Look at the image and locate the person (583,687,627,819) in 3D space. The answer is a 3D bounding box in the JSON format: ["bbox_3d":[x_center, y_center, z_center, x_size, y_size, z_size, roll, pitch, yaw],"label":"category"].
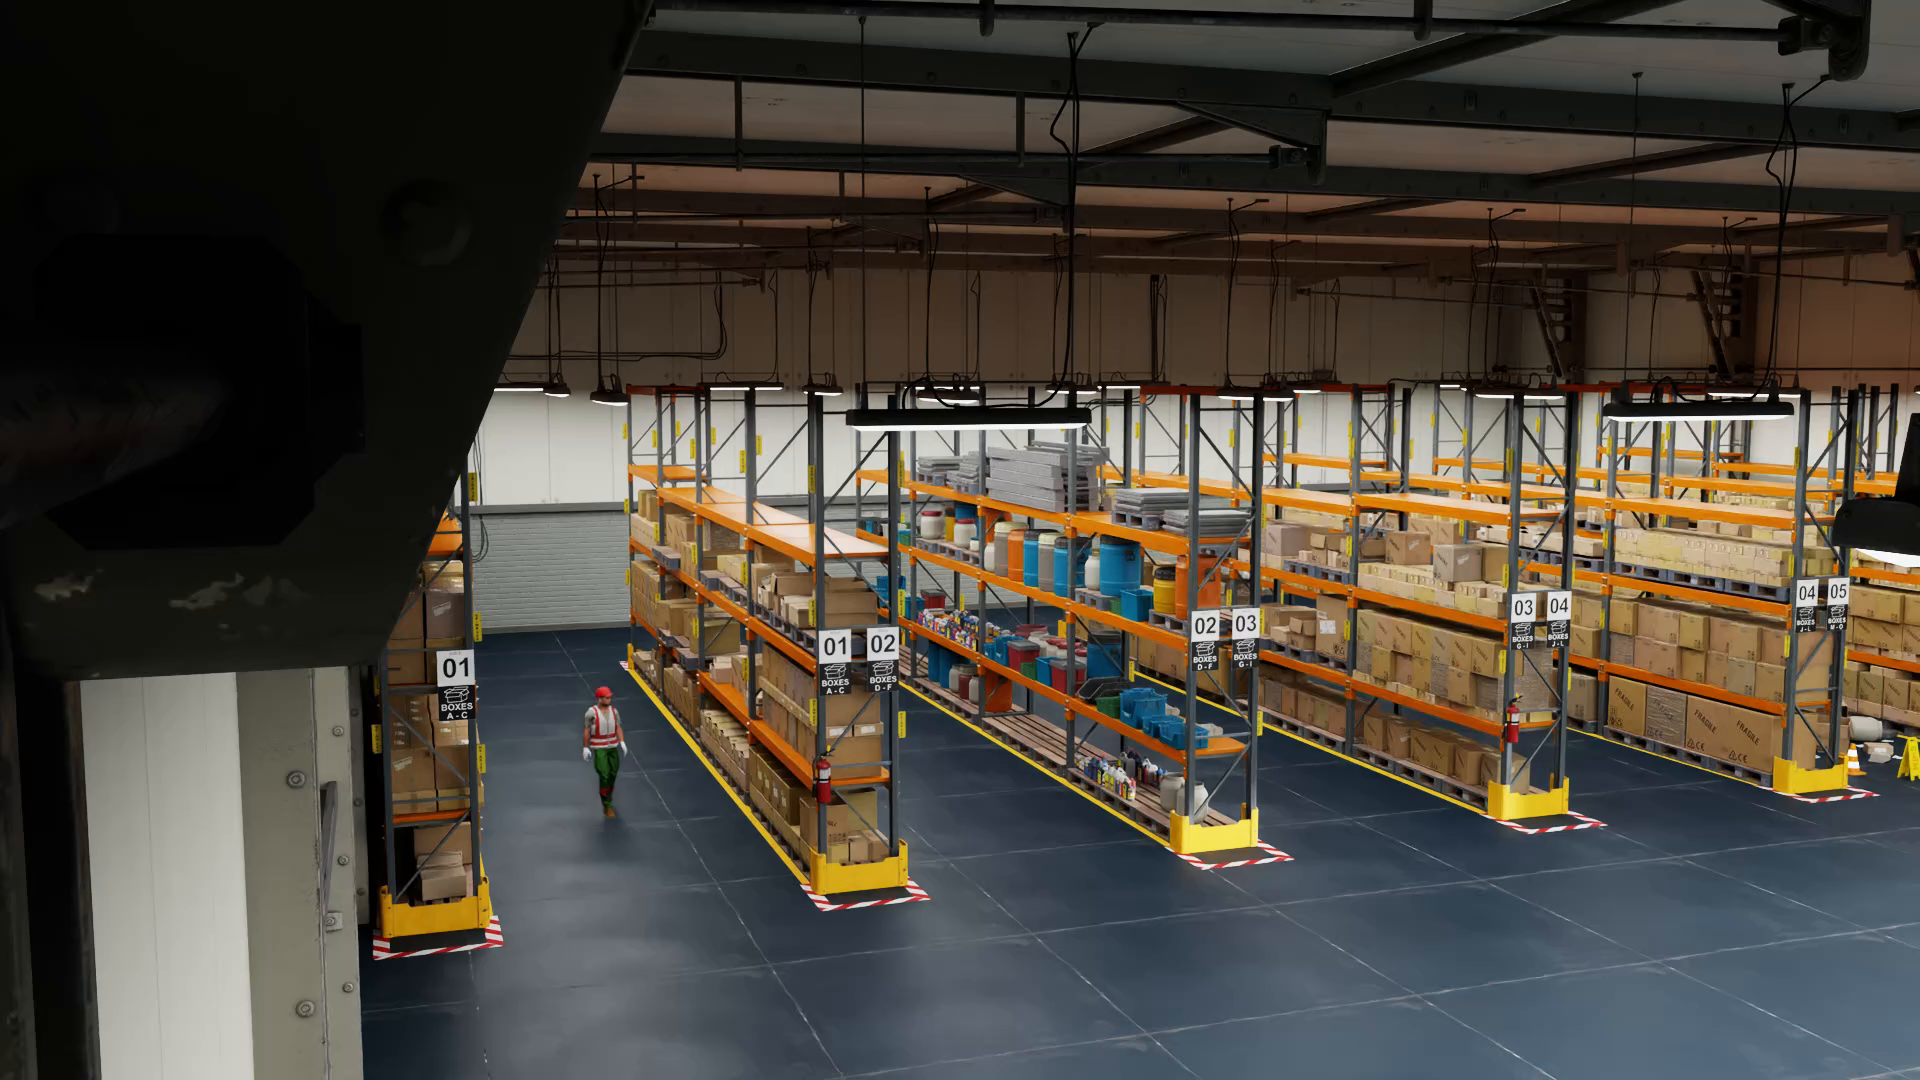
[{"bbox_3d":[-5.005,3.016,23.710,0.569,1.813,0.694,-5,8,-42],"label":"person"}]

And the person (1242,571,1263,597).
[{"bbox_3d":[7.221,1.319,41.085,1.090,1.541,0.581,-2,6,-22],"label":"person"}]
